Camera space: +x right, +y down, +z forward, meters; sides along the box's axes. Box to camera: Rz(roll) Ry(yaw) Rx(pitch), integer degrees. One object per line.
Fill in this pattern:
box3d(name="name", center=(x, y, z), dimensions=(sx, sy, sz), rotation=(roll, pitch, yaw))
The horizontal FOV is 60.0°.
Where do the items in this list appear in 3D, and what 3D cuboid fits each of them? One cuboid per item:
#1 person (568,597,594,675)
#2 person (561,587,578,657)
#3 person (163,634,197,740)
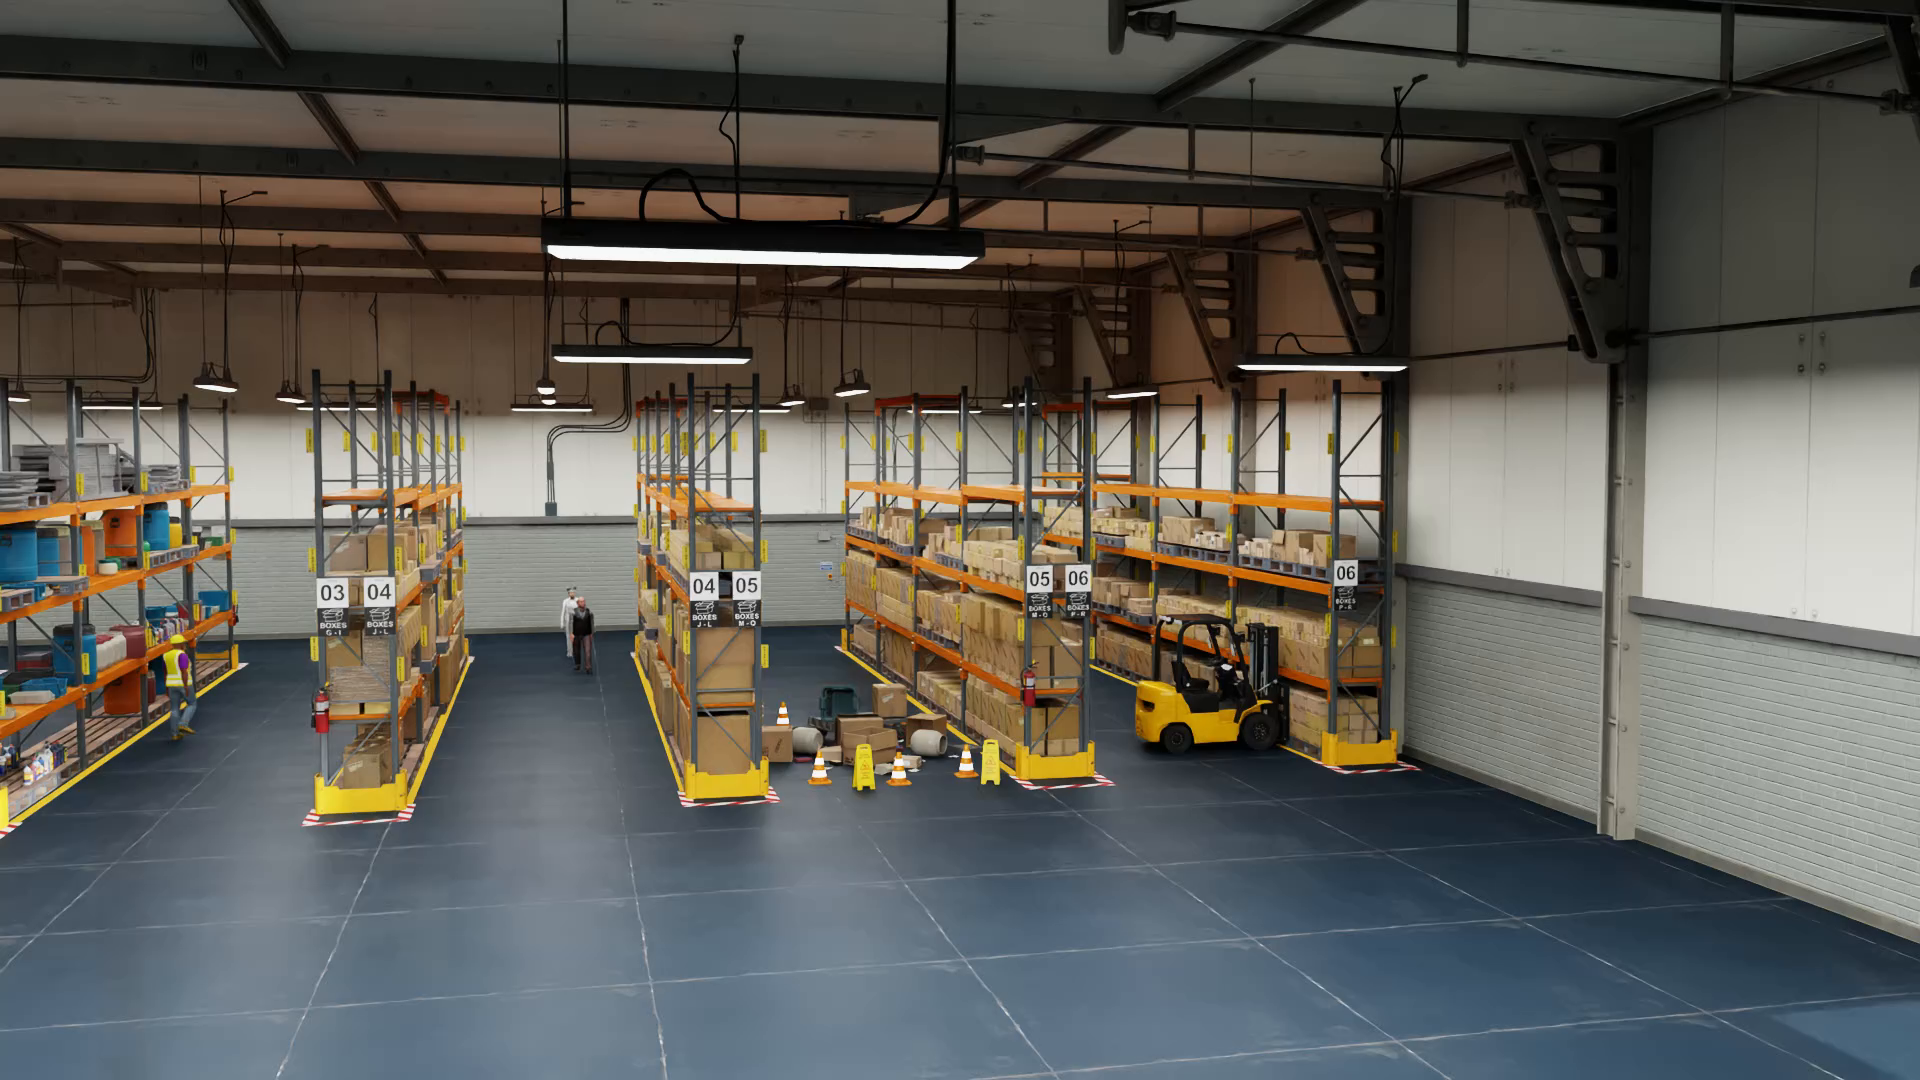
box3d(name="person", center=(-8.219, 2.068, 36.092), dimensions=(0.540, 1.653, 1.089), rotation=(-1, 3, -13))
box3d(name="person", center=(-9.125, 1.906, 39.180), dimensions=(0.558, 1.619, 1.031), rotation=(-1, 3, -13))
box3d(name="person", center=(-13.274, 2.485, 28.222), dimensions=(0.590, 1.752, 0.481), rotation=(0, 3, 1))
